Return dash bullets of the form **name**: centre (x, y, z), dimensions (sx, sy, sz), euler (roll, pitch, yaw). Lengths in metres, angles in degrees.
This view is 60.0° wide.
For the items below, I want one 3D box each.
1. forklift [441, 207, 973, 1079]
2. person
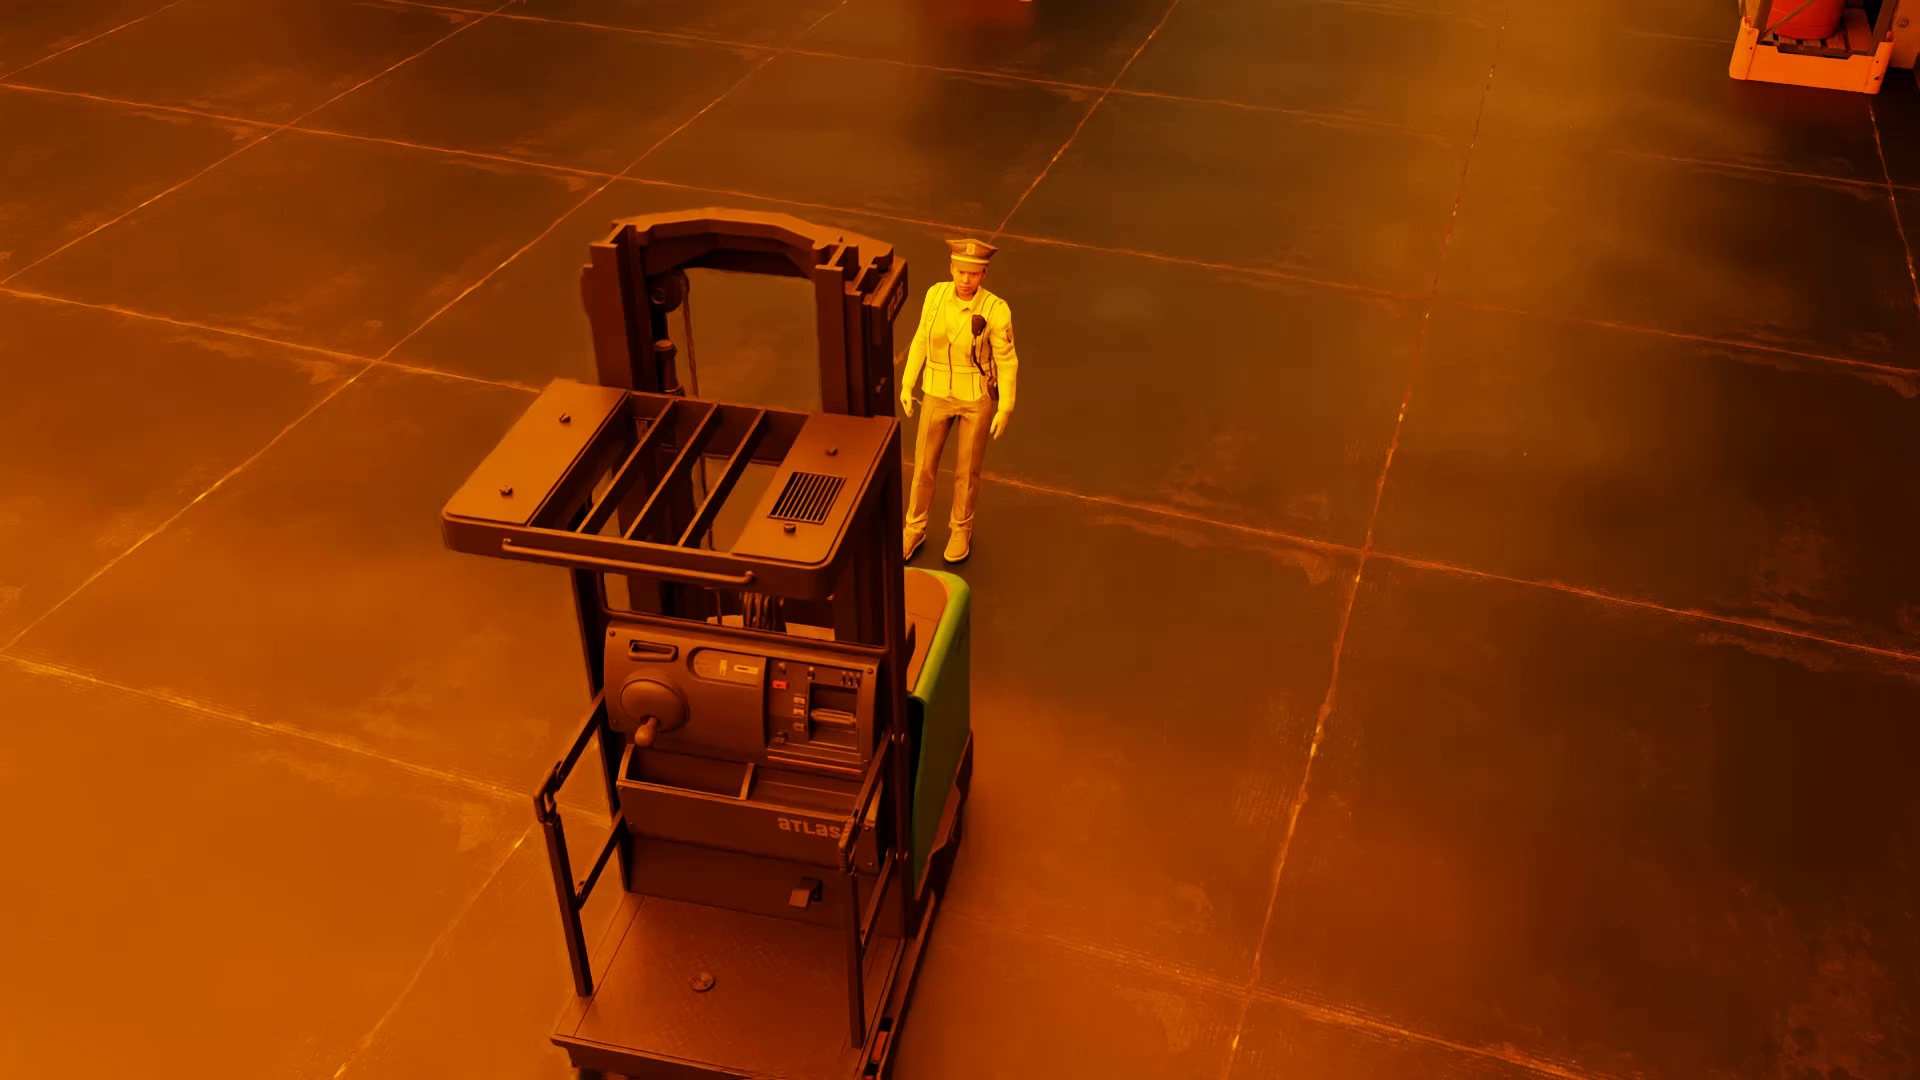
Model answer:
- **forklift**: centre (-0.768, 0.585, 5.286), dimensions (1.130, 2.935, 3.031), euler (7, 36, 10)
- **person**: centre (-0.029, -0.661, 8.100), dimensions (0.588, 1.695, 0.531), euler (12, 37, 16)
